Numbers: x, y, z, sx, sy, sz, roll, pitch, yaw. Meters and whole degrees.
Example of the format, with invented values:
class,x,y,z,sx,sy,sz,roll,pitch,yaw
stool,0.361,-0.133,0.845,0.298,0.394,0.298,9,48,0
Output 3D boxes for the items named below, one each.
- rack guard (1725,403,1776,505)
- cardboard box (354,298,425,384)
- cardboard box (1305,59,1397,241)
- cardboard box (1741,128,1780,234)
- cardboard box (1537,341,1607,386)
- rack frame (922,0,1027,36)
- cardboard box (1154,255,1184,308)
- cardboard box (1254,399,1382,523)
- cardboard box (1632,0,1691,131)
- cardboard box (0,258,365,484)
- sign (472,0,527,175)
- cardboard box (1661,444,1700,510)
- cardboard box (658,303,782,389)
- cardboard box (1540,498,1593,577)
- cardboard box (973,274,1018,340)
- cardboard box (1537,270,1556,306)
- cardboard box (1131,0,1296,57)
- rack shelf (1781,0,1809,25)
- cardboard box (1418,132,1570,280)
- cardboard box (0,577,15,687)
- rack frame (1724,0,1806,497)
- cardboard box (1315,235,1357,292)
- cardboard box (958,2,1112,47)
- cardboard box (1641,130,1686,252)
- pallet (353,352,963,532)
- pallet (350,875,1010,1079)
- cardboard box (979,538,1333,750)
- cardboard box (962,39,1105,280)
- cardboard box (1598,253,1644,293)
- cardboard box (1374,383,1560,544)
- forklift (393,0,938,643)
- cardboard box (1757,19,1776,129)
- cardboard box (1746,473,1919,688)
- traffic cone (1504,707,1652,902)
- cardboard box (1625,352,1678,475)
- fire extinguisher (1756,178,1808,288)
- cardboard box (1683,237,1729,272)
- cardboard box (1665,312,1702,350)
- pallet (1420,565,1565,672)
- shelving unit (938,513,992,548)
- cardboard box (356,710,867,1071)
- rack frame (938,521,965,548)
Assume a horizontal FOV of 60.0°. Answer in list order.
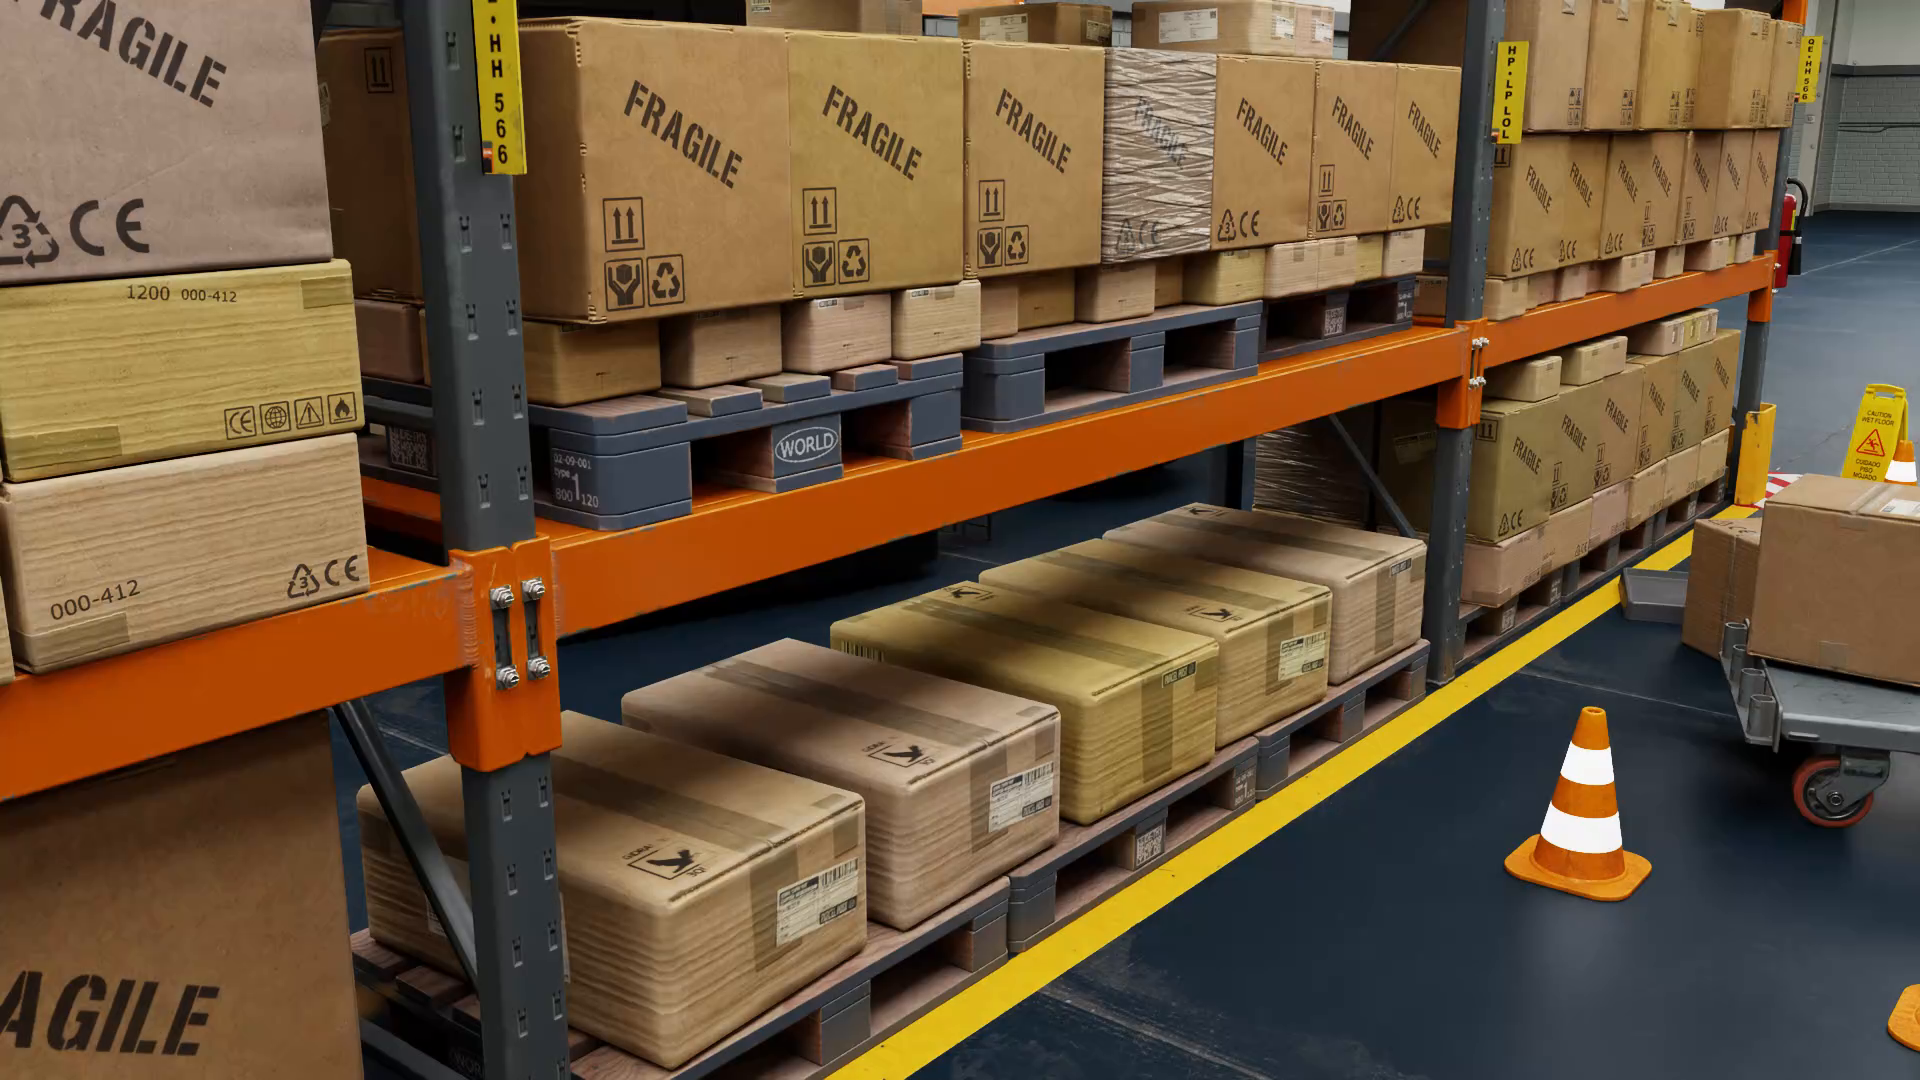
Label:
class,x,y,z,sx,sy,sz,roll,pitch,yaw
rack guard,3.854,-0.545,9.254,1.175,0.500,0.348,11,18,38
cardboard box,-1.104,-0.420,3.343,0.380,0.149,0.250,12,19,40
cardboard box,0.965,-1.182,5.025,0.500,0.500,0.500,11,18,38
cardboard box,3.775,-1.817,8.378,0.500,0.500,0.500,11,18,37
cardboard box,2.415,-0.739,6.829,0.380,0.149,0.250,12,19,40
rack frame,0.038,-2.539,12.025,1.000,3.000,0.127,11,18,38
cardboard box,0.381,-0.718,4.515,0.380,0.149,0.250,10,18,36
cardboard box,1.550,-0.395,6.792,0.500,0.500,0.500,11,18,37
cardboard box,2.507,-1.920,6.750,0.700,0.500,0.500,11,18,36
cardboard box,-1.234,-0.277,2.410,0.500,0.250,0.500,11,18,37
sign,-0.693,-0.715,2.495,0.100,0.325,0.005,11,18,38
cardboard box,3.271,-0.348,8.132,0.500,0.250,0.500,11,18,38
cardboard box,-0.574,-0.404,3.277,0.380,0.149,0.250,10,17,34
cardboard box,2.295,-0.051,6.965,0.500,0.250,0.500,13,19,41
cardboard box,-0.086,-0.557,3.879,0.380,0.149,0.250,13,19,41
cardboard box,2.096,-1.006,6.502,0.380,0.149,0.250,11,18,37
cardboard box,0.696,-1.402,4.574,0.380,0.149,0.250,10,18,35
rack shelf,2.644,-2.494,7.215,1.077,0.370,4.000,11,18,38
cardboard box,1.881,-1.239,6.101,0.500,0.500,0.500,11,18,37
cardboard box,-1.552,0.071,2.057,0.500,0.250,0.500,12,18,39
rack frame,3.901,-1.771,9.004,1.000,3.000,0.127,11,18,38
cardboard box,0.965,-0.843,5.007,0.380,0.149,0.250,11,18,37
cardboard box,0.214,-1.457,4.787,0.380,0.149,0.250,13,19,41
cardboard box,2.806,-1.533,7.258,0.500,0.500,0.500,12,18,38
pallet,-0.762,-0.299,3.599,1.213,0.211,1.003,11,18,38
pallet,-0.634,0.963,3.904,1.003,0.211,1.213,11,18,38
cardboard box,0.610,0.304,5.319,0.950,0.372,0.625,13,19,41
cardboard box,-0.013,-0.890,3.872,0.500,0.500,0.500,12,18,38
cardboard box,2.646,-1.138,7.020,0.380,0.149,0.250,11,18,38
cardboard box,1.968,-0.311,6.463,0.500,0.500,0.500,12,19,40
forklift,-1.606,-1.163,6.747,3.031,2.935,1.130,-9,17,-33
cardboard box,3.426,-2.221,7.937,0.700,0.500,0.500,11,18,38
cardboard box,2.791,0.109,5.141,0.500,0.500,0.500,11,18,38
traffic cone,1.697,0.678,4.513,0.336,0.463,0.334,11,18,38
cardboard box,2.953,-0.616,7.664,0.500,0.500,0.500,11,18,36
fire extinguisher,4.332,-1.685,8.819,0.296,0.674,0.183,11,18,38
cardboard box,3.444,-1.379,7.971,0.380,0.149,0.250,12,18,39
cardboard box,3.262,-0.998,7.850,0.380,0.149,0.250,12,18,38
pallet,1.782,0.212,6.860,1.003,0.211,1.213,11,18,38
shelving unit,-0.005,-0.435,8.006,0.258,0.900,0.210,11,18,38
cardboard box,-0.764,0.724,3.665,0.950,0.372,0.625,10,17,34
rack frame,-0.069,-0.415,7.929,0.240,0.900,0.006,11,18,38
